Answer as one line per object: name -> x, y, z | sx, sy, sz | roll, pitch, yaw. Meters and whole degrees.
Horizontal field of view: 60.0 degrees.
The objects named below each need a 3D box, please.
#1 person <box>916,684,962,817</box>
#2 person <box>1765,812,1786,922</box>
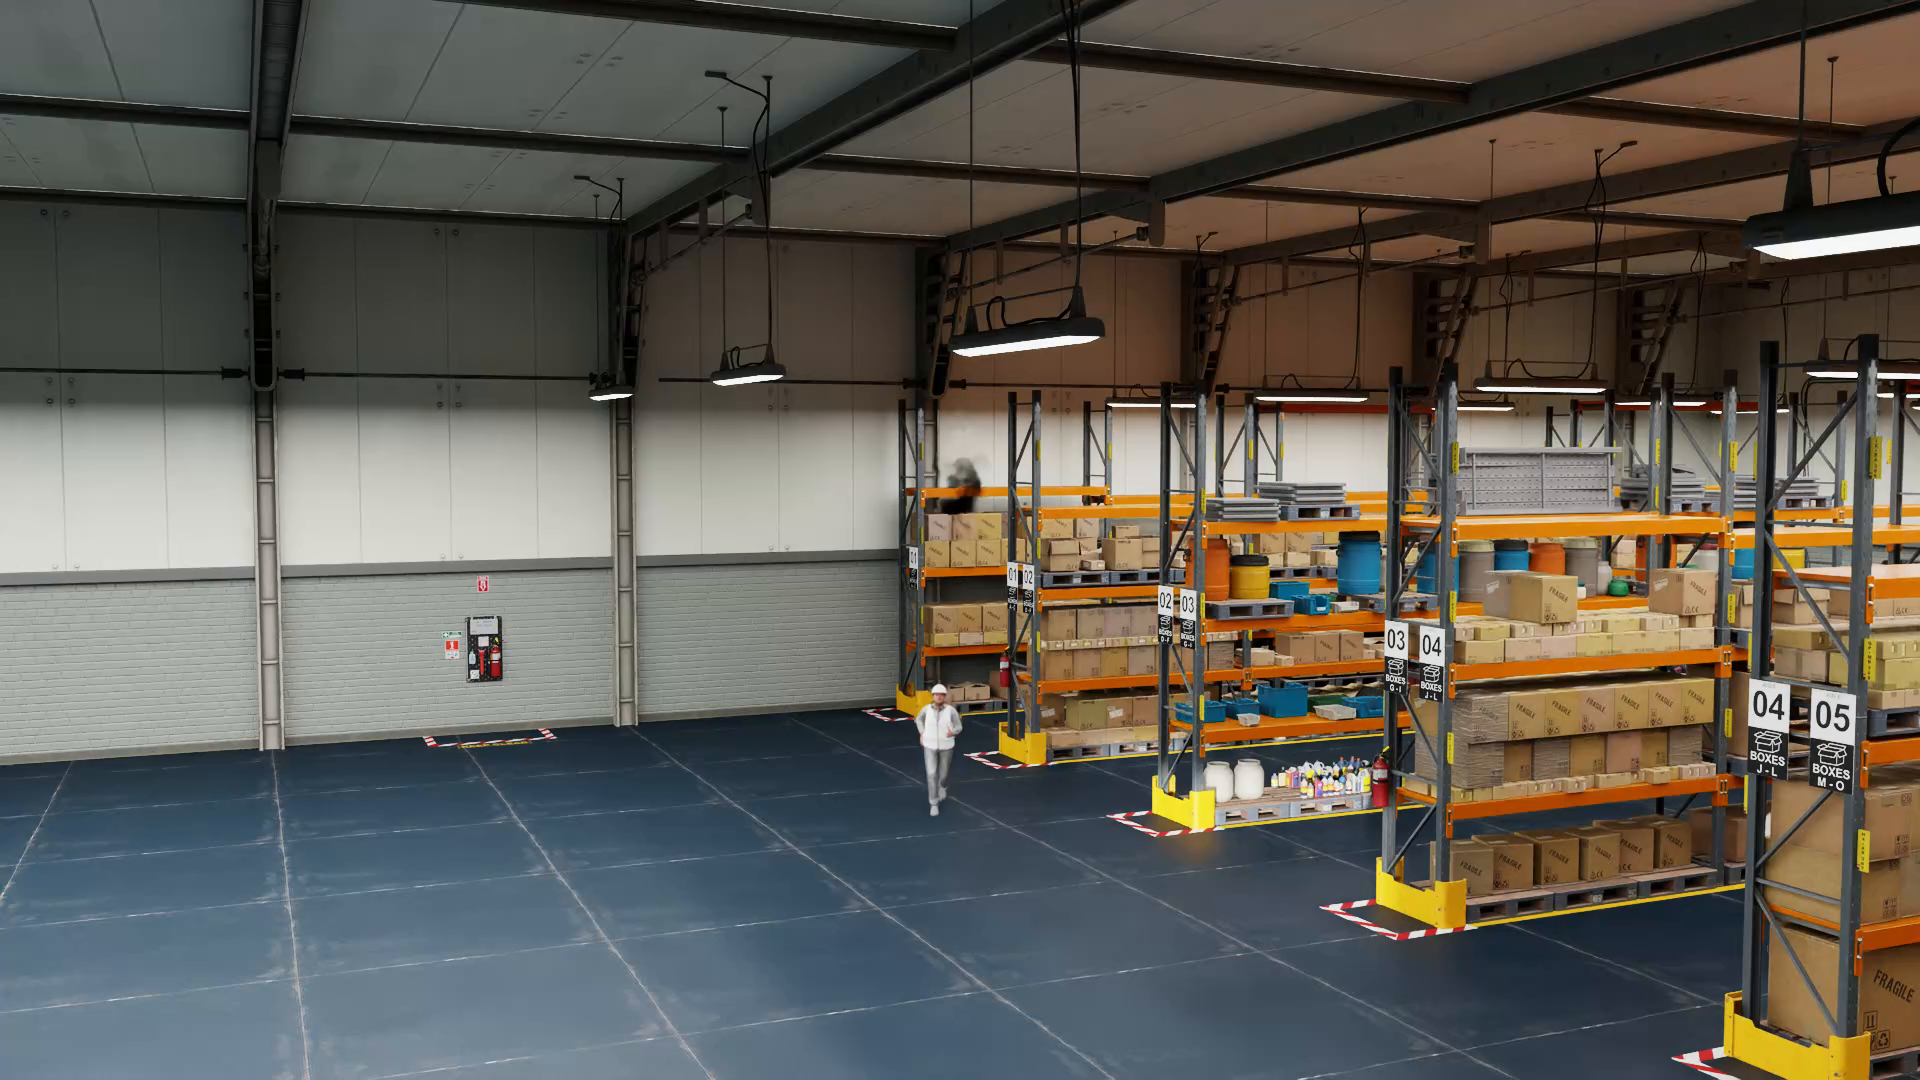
person -> -0.296, 2.907, 23.318 | 0.662, 1.782, 0.955 | 0, 3, 1
person -> 8.190, 3.321, 16.550 | 0.593, 1.724, 0.746 | -2, 4, -33
